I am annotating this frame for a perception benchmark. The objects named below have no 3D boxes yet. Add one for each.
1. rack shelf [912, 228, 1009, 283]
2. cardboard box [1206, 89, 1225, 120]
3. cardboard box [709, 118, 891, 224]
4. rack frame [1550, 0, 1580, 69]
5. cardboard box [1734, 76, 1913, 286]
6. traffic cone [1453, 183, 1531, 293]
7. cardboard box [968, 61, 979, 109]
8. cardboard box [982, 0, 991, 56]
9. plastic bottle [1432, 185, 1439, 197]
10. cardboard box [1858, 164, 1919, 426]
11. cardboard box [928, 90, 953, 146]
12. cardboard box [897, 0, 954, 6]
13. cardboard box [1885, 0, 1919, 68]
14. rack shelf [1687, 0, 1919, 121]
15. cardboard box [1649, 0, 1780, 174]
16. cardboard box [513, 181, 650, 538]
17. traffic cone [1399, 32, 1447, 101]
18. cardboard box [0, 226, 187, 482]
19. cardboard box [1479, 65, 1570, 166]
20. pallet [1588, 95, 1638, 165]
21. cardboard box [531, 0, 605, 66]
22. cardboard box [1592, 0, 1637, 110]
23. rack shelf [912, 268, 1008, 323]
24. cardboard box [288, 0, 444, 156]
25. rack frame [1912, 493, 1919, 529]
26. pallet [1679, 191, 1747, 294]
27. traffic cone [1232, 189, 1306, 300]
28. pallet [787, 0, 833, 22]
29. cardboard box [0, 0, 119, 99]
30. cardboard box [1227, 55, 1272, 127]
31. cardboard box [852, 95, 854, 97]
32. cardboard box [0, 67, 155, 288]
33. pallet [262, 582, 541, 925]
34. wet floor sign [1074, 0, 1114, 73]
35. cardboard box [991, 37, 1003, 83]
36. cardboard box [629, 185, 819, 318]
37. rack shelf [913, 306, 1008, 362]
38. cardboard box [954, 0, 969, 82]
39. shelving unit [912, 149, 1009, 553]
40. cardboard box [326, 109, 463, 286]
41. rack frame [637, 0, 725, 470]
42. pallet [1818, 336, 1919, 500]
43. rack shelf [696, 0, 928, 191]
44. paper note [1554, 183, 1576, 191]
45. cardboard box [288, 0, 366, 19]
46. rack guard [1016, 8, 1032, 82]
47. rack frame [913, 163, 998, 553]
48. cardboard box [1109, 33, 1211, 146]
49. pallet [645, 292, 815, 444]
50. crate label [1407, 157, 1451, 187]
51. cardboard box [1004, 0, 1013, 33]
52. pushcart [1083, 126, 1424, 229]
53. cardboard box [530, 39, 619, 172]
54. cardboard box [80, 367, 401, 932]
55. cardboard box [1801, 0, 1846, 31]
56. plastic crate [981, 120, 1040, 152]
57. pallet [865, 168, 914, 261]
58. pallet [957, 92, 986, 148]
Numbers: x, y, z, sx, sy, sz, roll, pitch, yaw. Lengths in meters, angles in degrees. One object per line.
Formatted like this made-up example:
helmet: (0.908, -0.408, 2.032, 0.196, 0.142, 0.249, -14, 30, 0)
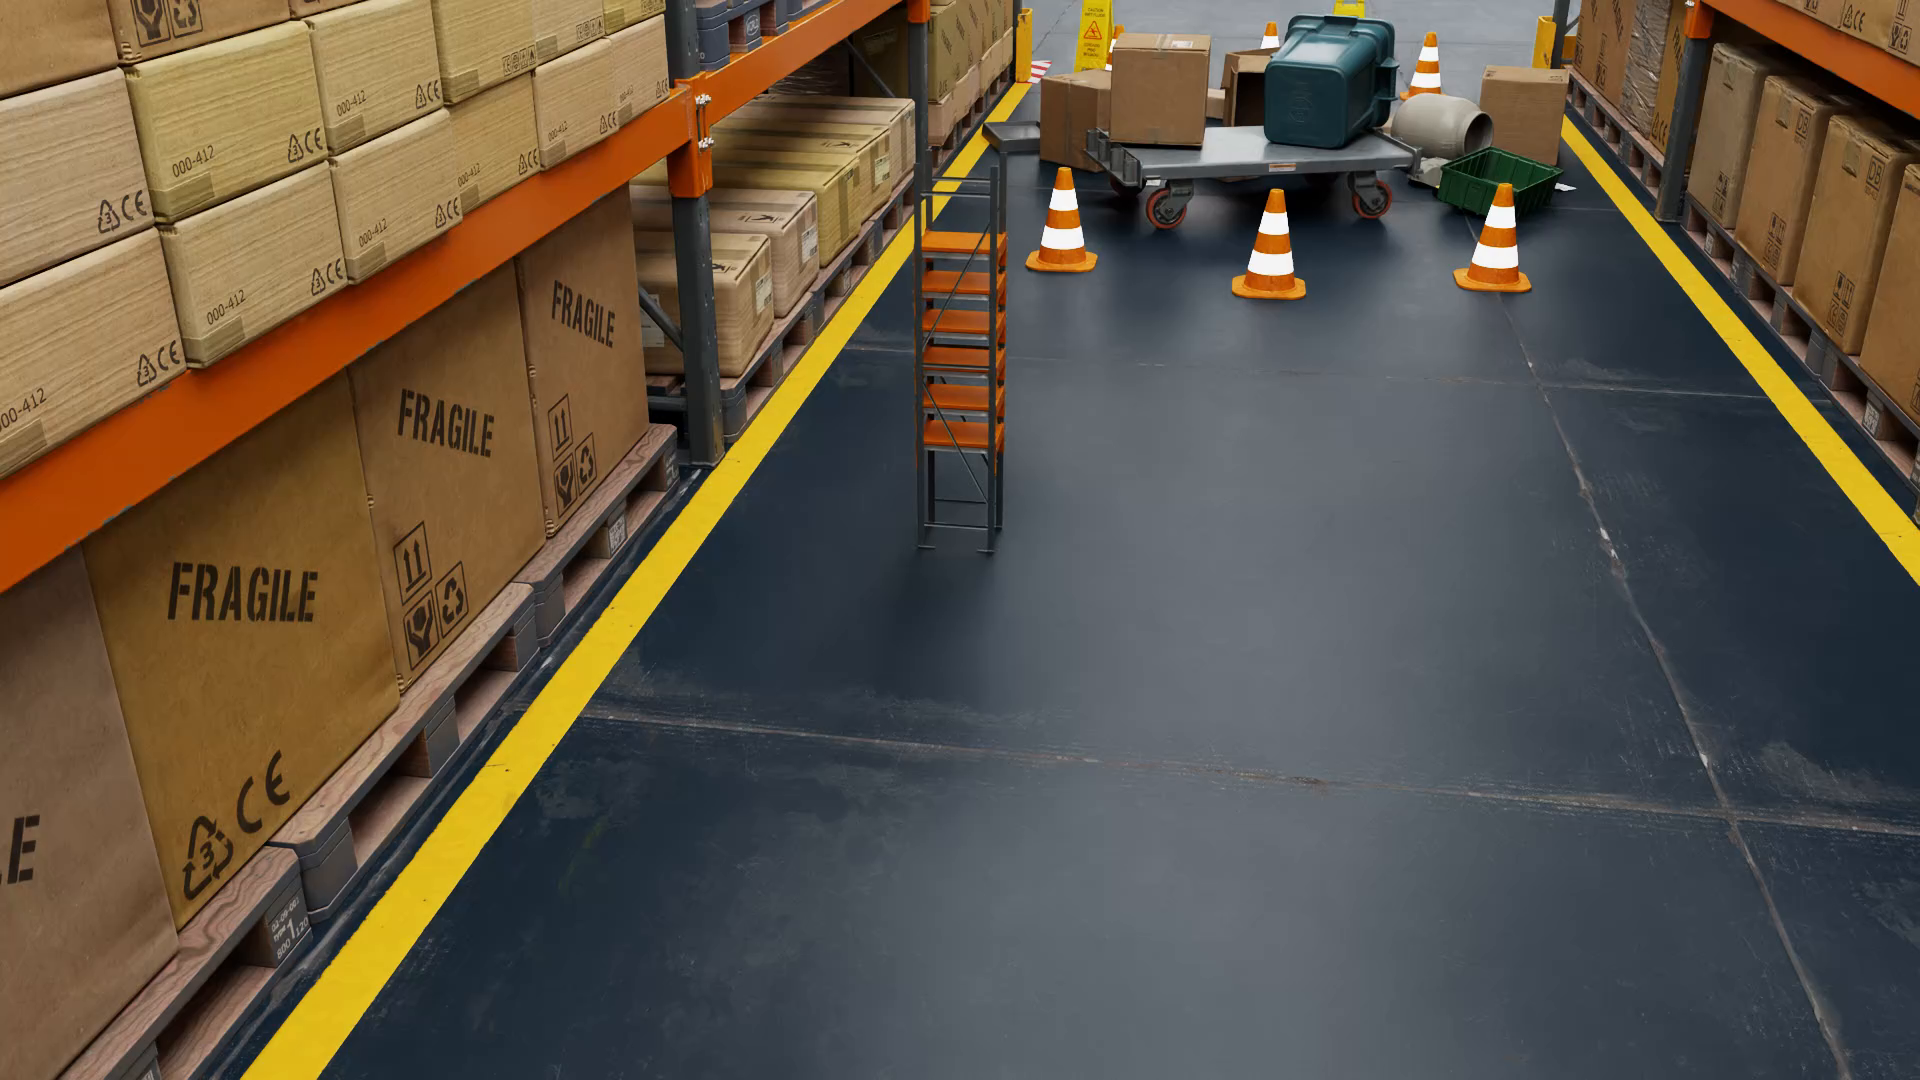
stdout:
rack shelf: (0.002, -0.835, 4.875, 0.258, 0.103, 0.180, 4, 25, 9)
cardboard box: (1.753, -3.030, 11.548, 0.380, 0.149, 0.250, 19, 31, 35)
cardboard box: (-0.877, -1.816, 8.195, 0.950, 0.372, 0.625, 6, 26, 12)
rack frame: (4.874, -4.708, 11.771, 1.000, 3.000, 0.127, 4, 25, 9)
cardboard box: (4.046, -1.538, 7.155, 1.050, 0.750, 0.750, 4, 25, 9)
traffic cone: (2.512, -1.430, 7.760, 0.336, 0.463, 0.334, 4, 25, 9)
cardboard box: (-0.157, -2.955, 10.773, 0.500, 0.250, 0.500, 4, 25, 8)
cardboard box: (-0.071, -3.511, 11.077, 0.500, 0.500, 0.500, 3, 25, 7)
plastic bottle: (2.777, -1.925, 9.290, 0.133, 0.061, 0.283, -9, 27, -19)
cardboard box: (3.755, -0.782, 5.541, 1.050, 0.750, 0.750, 4, 25, 8)
cardboard box: (-0.317, -2.509, 9.820, 0.500, 0.250, 0.500, 3, 25, 6)
cardboard box: (-0.237, -3.191, 9.626, 0.380, 0.149, 0.250, 4, 25, 9)
cardboard box: (3.458, -1.823, 5.489, 0.500, 0.500, 0.500, 4, 25, 9)
rack shelf: (3.894, -1.873, 6.562, 1.077, 0.370, 4.000, 4, 25, 9)
cardboard box: (4.392, -2.521, 9.109, 0.875, 0.875, 0.875, 4, 25, 9)
cardboard box: (-1.528, -0.608, 5.021, 0.875, 0.875, 0.875, 4, 25, 8)
traffic cone: (3.386, -3.436, 12.044, 0.336, 0.463, 0.334, 4, 25, 9)
cardboard box: (-1.572, -0.305, 2.539, 0.500, 0.250, 0.500, 3, 25, 7)
cardboard box: (3.462, -2.625, 10.265, 0.500, 0.500, 0.500, 8, 26, 18)
pallet: (4.619, -2.597, 10.549, 1.003, 0.211, 1.213, 4, 25, 9)
cardboard box: (-1.242, -1.387, 4.262, 0.500, 0.250, 0.500, 3, 25, 7)
cardboard box: (4.687, -3.280, 10.730, 0.875, 0.875, 0.875, 4, 25, 8)
rack shelf: (0.002, -0.727, 4.926, 0.258, 0.103, 0.180, 4, 25, 9)
cardboard box: (-1.390, -0.954, 3.337, 0.500, 0.250, 0.500, 3, 25, 7)
rack frame: (3.567, -1.362, 4.622, 1.000, 3.000, 0.127, 4, 25, 9)
pallet: (4.169, -1.444, 8.087, 1.003, 0.211, 1.213, 4, 25, 9)
traffic cone: (1.438, -1.381, 7.654, 0.336, 0.463, 0.334, 4, 25, 9)
pallet: (-1.050, -2.407, 7.080, 1.003, 0.211, 1.213, 4, 25, 9)
cardboard box: (-1.576, -0.867, 2.267, 0.500, 0.500, 0.500, 4, 25, 8)
cardboard box: (2.040, -2.638, 10.132, 0.797, 0.637, 0.503, 4, 25, 9)
cardboard box: (-0.848, -2.547, 9.901, 0.500, 0.250, 0.500, 5, 26, 11)
cardboard box: (-1.579, -0.533, 2.438, 0.500, 0.250, 0.500, 4, 25, 9)
pallet: (-1.738, 0.433, 4.076, 1.003, 0.211, 1.213, 4, 25, 9)
wet floor sign: (1.061, -3.948, 12.923, 0.267, 0.644, 0.232, 13, 28, 26)
cardboard box: (0.015, -3.381, 11.683, 0.500, 0.250, 0.500, 4, 25, 9)
cardboard box: (-1.118, -1.208, 6.897, 0.950, 0.372, 0.625, 4, 25, 8)
rack shelf: (0.002, -0.618, 4.977, 0.258, 0.103, 0.180, 4, 25, 9)
cardboard box: (-0.241, -3.073, 10.141, 0.500, 0.500, 0.500, 5, 26, 11)
shelving unit: (0.002, -0.549, 5.009, 0.258, 1.200, 0.189, 4, 25, 9)
cardboard box: (-1.381, -0.726, 3.440, 0.500, 0.250, 0.500, 4, 25, 8)
rack frame: (-1.333, -1.663, 5.265, 1.000, 3.000, 0.127, 4, 25, 9)
pallet: (3.770, -0.424, 5.907, 1.003, 0.211, 1.213, 4, 25, 9)
rack shelf: (-1.006, -2.174, 7.204, 1.077, 0.370, 4.000, 4, 25, 9)
paper note: (3.437, -2.035, 9.561, 0.147, 0.020, 0.142, -14, 29, -27)
cardboard box: (-1.413, -1.293, 3.177, 0.500, 0.500, 0.500, 4, 25, 8)
rack guard: (-0.038, -3.845, 12.875, 1.175, 0.500, 0.348, 4, 25, 9)
rack frame: (-0.013, -0.511, 4.927, 0.240, 1.200, 0.006, 4, 25, 9)
cardboard box: (1.081, -2.436, 8.972, 0.500, 0.500, 0.500, 4, 25, 9)
pallet: (-1.204, -0.727, 6.554, 1.003, 0.211, 1.213, 4, 25, 9)
crate label: (2.749, -2.130, 9.638, 0.298, 0.136, 0.250, -14, 29, -27)
cardboard box: (0.100, -3.940, 11.993, 0.500, 0.500, 0.500, 4, 25, 9)
pushcart: (1.578, -2.011, 9.102, 1.648, 0.377, 0.936, -5, 25, -10)
cardboard box: (-1.228, -1.151, 4.347, 0.500, 0.250, 0.500, 4, 25, 9)
cardboard box: (-1.825, 0.139, 3.426, 0.875, 0.875, 0.875, 5, 26, 10)
cardboard box: (3.620, -2.247, 6.394, 0.500, 0.500, 0.500, 4, 25, 9)
plastic crate: (0.386, -2.614, 10.739, 0.402, 0.080, 0.583, -5, 25, -10)
pallet: (-0.805, -1.747, 8.734, 1.003, 0.211, 1.213, 4, 25, 9)
pallet: (-0.408, -2.868, 11.129, 1.003, 0.211, 1.213, 4, 25, 9)
